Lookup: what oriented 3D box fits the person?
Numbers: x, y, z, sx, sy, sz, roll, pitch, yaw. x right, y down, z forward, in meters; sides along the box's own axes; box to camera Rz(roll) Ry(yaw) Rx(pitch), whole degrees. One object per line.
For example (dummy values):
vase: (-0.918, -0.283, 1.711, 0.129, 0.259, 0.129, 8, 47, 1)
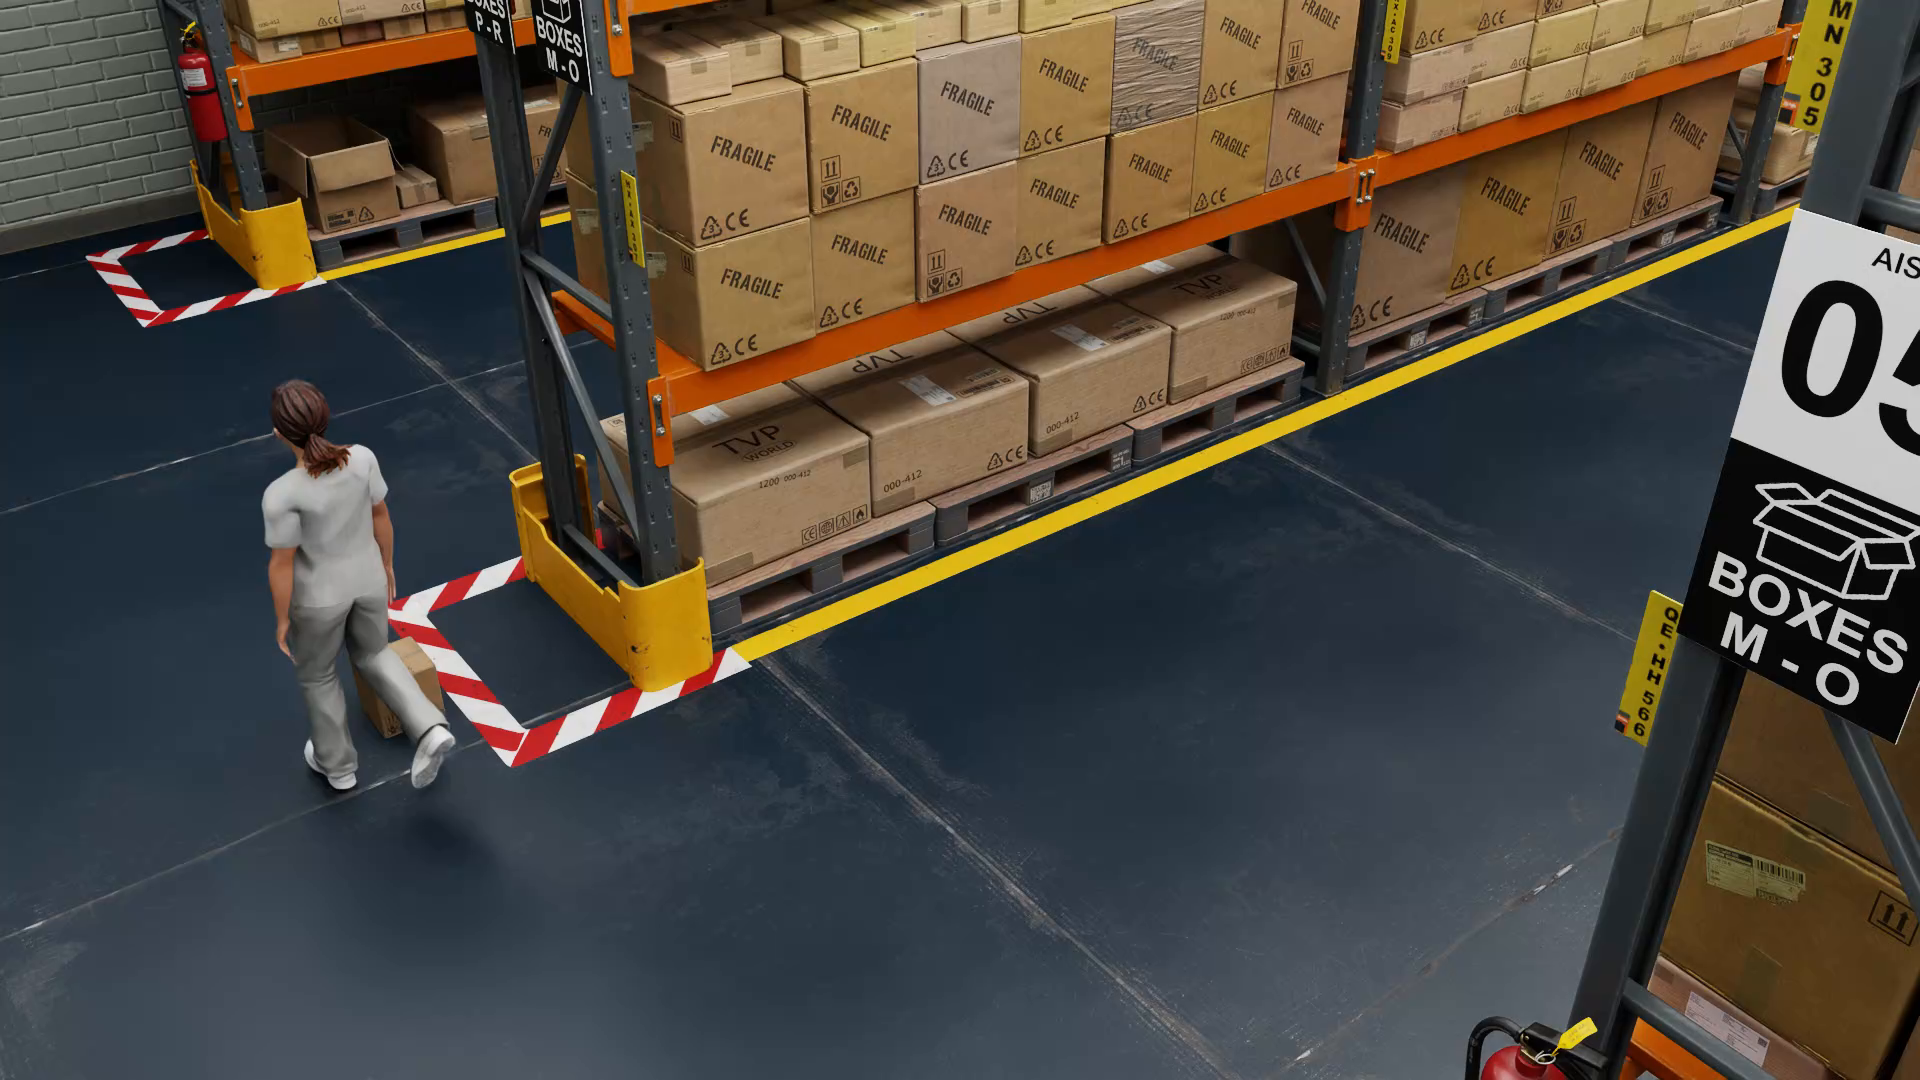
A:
person: (-2.163, 0.200, 5.822, 0.699, 1.655, 0.490, 26, 40, 34)
